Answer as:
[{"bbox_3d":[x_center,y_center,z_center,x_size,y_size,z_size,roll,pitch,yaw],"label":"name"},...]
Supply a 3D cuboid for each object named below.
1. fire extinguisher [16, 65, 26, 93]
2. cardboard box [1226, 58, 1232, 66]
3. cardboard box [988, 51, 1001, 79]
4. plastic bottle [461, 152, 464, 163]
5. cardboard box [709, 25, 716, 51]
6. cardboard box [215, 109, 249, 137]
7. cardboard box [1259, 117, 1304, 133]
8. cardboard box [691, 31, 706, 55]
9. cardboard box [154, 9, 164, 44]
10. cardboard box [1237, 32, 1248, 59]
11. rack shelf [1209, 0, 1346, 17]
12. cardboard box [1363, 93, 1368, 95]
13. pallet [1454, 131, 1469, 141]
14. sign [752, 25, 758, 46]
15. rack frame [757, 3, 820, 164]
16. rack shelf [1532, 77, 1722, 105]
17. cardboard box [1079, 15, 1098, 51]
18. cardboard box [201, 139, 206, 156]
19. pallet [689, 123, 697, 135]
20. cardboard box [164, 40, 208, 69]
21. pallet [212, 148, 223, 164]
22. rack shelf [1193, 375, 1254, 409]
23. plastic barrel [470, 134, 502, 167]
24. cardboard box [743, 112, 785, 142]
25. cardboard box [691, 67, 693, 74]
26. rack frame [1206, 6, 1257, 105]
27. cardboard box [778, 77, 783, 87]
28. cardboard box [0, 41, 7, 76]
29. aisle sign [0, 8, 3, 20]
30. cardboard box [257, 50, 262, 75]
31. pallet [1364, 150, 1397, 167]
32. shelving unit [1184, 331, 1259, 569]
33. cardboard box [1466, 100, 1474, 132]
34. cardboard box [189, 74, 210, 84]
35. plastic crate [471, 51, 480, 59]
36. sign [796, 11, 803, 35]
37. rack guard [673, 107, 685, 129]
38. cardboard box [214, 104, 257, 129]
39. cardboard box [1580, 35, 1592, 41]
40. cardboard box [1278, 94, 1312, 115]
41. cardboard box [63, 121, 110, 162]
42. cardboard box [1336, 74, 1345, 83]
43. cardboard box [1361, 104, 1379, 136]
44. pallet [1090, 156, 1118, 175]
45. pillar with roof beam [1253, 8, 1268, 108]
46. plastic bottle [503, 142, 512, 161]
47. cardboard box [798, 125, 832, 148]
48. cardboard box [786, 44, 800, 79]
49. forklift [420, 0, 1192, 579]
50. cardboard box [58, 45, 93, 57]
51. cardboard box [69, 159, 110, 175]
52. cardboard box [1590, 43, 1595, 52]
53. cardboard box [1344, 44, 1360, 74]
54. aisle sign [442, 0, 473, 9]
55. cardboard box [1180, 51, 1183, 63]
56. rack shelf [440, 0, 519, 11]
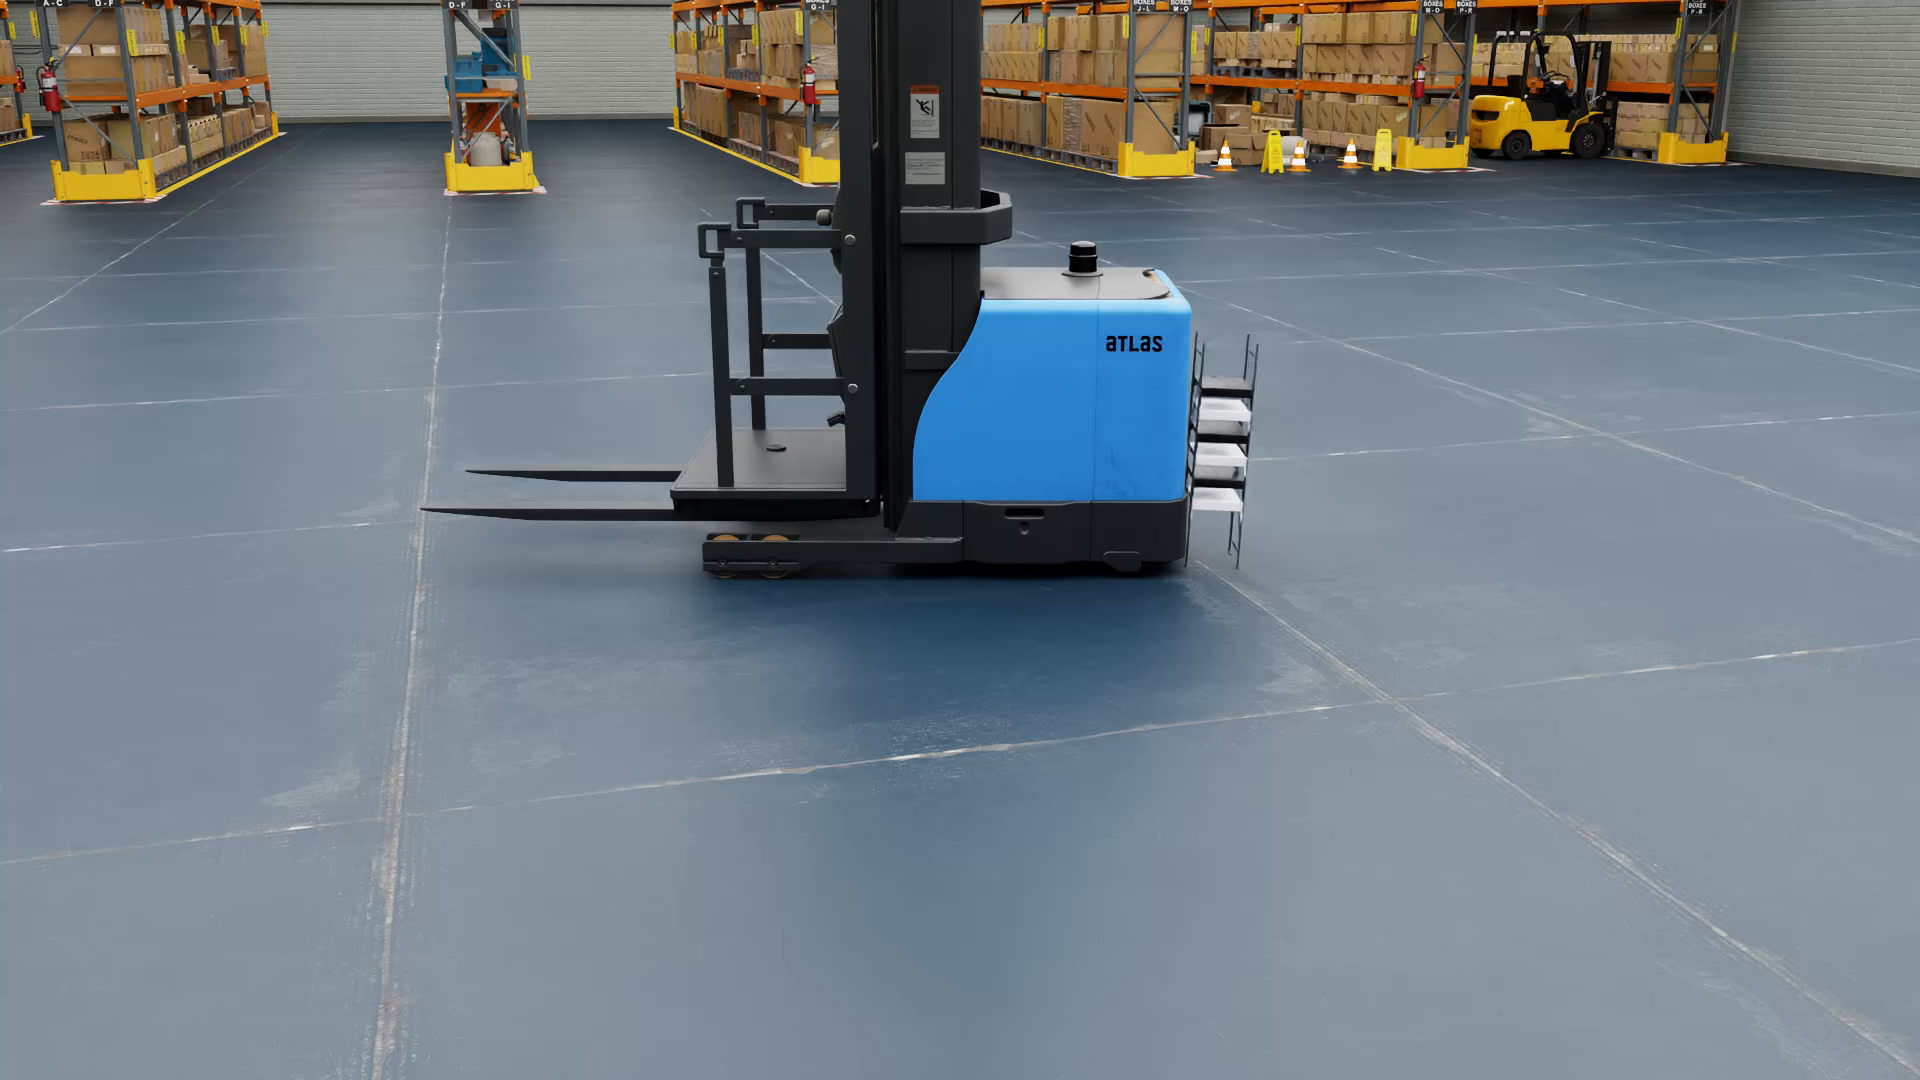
[{"bbox_3d":[-20.047,-9.860,35.344,0.296,0.674,0.183,-5,17,-15],"label":"fire extinguisher"},{"bbox_3d":[5.552,-9.559,33.266,0.380,0.149,0.250,-6,18,-19],"label":"cardboard box"},{"bbox_3d":[0.840,-9.085,31.810,0.500,0.500,0.500,-5,17,-16],"label":"cardboard box"},{"bbox_3d":[-7.453,-5.699,24.808,0.097,0.201,0.097,0,17,0],"label":"plastic bottle"},{"bbox_3d":[-4.702,-10.227,33.867,0.797,0.503,0.637,-5,17,-15],"label":"cardboard box"},{"bbox_3d":[-14.049,-8.046,32.103,0.500,0.500,0.500,-5,17,-15],"label":"cardboard box"},{"bbox_3d":[6.317,-7.922,31.950,0.950,0.372,0.625,-4,17,-12],"label":"cardboard box"},{"bbox_3d":[-5.446,-10.601,35.471,0.500,0.500,0.500,-4,17,-14],"label":"cardboard box"},{"bbox_3d":[-12.262,-7.617,24.668,0.700,0.500,0.500,-5,17,-15],"label":"cardboard box"},{"bbox_3d":[5.769,-9.701,32.614,0.500,0.500,0.500,-4,17,-14],"label":"cardboard box"},{"bbox_3d":[6.115,-10.281,32.002,1.077,0.370,4.000,-5,17,-15],"label":"rack shelf"},{"bbox_3d":[9.433,-10.149,38.014,0.380,0.149,0.250,-5,17,-15],"label":"cardboard box"},{"bbox_3d":[10.857,-8.233,33.993,1.003,0.211,1.213,-5,17,-15],"label":"pallet"},{"bbox_3d":[-3.397,-8.362,27.564,0.100,0.325,0.005,-5,17,-15],"label":"sign"},{"bbox_3d":[-2.864,-7.853,27.880,1.000,3.000,0.127,-5,17,-15],"label":"rack frame"},{"bbox_3d":[11.986,-8.132,30.060,1.077,0.370,4.000,-5,17,-15],"label":"rack shelf"},{"bbox_3d":[2.434,-8.252,27.072,0.875,0.550,0.500,-5,17,-15],"label":"cardboard box"},{"bbox_3d":[-12.547,-6.370,26.995,0.500,0.250,0.500,-5,18,-17],"label":"cardboard box"},{"bbox_3d":[-5.535,-9.285,37.495,1.003,0.211,1.213,-5,17,-15],"label":"pallet"},{"bbox_3d":[-13.771,-8.591,29.435,0.700,0.500,0.500,-12,20,-34],"label":"cardboard box"},{"bbox_3d":[-13.300,-6.611,28.593,1.003,0.211,1.213,-5,17,-15],"label":"pallet"},{"bbox_3d":[1.022,-0.580,6.485,0.200,0.077,0.258,2,17,0],"label":"rack shelf"},{"bbox_3d":[-6.781,-5.540,23.777,0.421,0.512,0.421,0,17,0],"label":"plastic barrel"},{"bbox_3d":[-3.595,-7.636,30.741,0.700,0.500,0.500,-6,18,-20],"label":"cardboard box"},{"bbox_3d":[-5.603,-10.146,35.951,0.380,0.149,0.250,-5,17,-16],"label":"cardboard box"},{"bbox_3d":[5.565,-9.743,34.172,1.000,3.000,0.127,-5,17,-15],"label":"rack frame"},{"bbox_3d":[-2.669,-7.235,26.261,0.380,0.149,0.250,-5,17,-15],"label":"cardboard box"},{"bbox_3d":[-20.089,-9.800,33.842,0.980,0.700,0.700,-5,17,-16],"label":"cardboard box"},{"bbox_3d":[-20.181,-11.286,34.791,0.394,0.787,0.004,-5,17,-15],"label":"aisle sign"},{"bbox_3d":[-15.025,-10.054,35.034,0.500,0.500,0.500,-5,17,-15],"label":"cardboard box"},{"bbox_3d":[7.554,-6.443,28.034,1.003,0.211,1.213,-5,17,-15],"label":"pallet"},{"bbox_3d":[1.013,-0.354,6.553,0.210,0.900,0.258,2,17,0],"label":"shelving unit"},{"bbox_3d":[10.867,-8.660,33.965,0.875,0.625,0.625,-5,18,-18],"label":"cardboard box"},{"bbox_3d":[-12.976,-7.830,28.240,0.380,0.149,0.250,-5,17,-15],"label":"cardboard box"},{"bbox_3d":[-10.652,-10.748,37.354,0.616,0.435,0.499,-5,17,-15],"label":"plastic crate"},{"bbox_3d":[-2.304,-7.414,23.857,0.100,0.325,0.005,-5,17,-15],"label":"sign"},{"bbox_3d":[-6.168,-9.981,39.312,1.175,0.500,0.348,-5,17,-15],"label":"rack guard"},{"bbox_3d":[-15.110,-8.818,34.668,0.797,0.503,0.637,-5,17,-15],"label":"cardboard box"},{"bbox_3d":[11.545,-9.135,30.331,0.380,0.149,0.250,-5,17,-16],"label":"cardboard box"},{"bbox_3d":[8.413,-10.937,41.762,0.700,0.500,0.500,-4,17,-13],"label":"cardboard box"},{"bbox_3d":[-11.724,-5.332,22.236,0.500,0.500,0.500,-5,17,-15],"label":"cardboard box"},{"bbox_3d":[6.785,-8.049,28.970,0.380,0.149,0.250,-5,17,-15],"label":"cardboard box"},{"bbox_3d":[7.146,-7.118,28.181,0.500,0.500,0.500,-4,17,-13],"label":"cardboard box"},{"bbox_3d":[2.737,-5.990,26.526,1.003,0.211,1.213,-5,17,-15],"label":"pallet"},{"bbox_3d":[4.125,-15.699,43.573,9.100,9.000,0.400,-5,17,-15],"label":"pillar with roof beam"},{"bbox_3d":[-6.990,-6.024,25.763,0.152,0.276,0.135,-4,17,-14],"label":"plastic bottle"},{"bbox_3d":[-2.271,-6.262,26.198,0.500,0.500,0.500,-3,17,-10],"label":"cardboard box"},{"bbox_3d":[-2.142,-7.220,25.082,0.875,0.500,0.500,-5,17,-15],"label":"cardboard box"},{"bbox_3d":[-0.627,-1.406,6.538,3.031,2.935,1.130,0,17,1],"label":"forklift"},{"bbox_3d":[-11.579,-6.413,21.787,0.380,0.149,0.250,-5,17,-16],"label":"cardboard box"},{"bbox_3d":[-11.722,-4.973,22.344,0.500,0.250,0.500,-5,17,-15],"label":"cardboard box"},{"bbox_3d":[11.595,-8.923,30.142,0.380,0.149,0.250,-5,18,-17],"label":"cardboard box"},{"bbox_3d":[6.961,-8.268,28.571,0.500,0.500,0.500,-4,17,-15],"label":"cardboard box"},{"bbox_3d":[-6.793,-7.556,22.375,0.394,0.787,0.004,-5,17,-15],"label":"aisle sign"},{"bbox_3d":[4.883,-10.306,35.438,0.500,0.250,0.500,-5,17,-17],"label":"cardboard box"},{"bbox_3d":[-7.077,-8.000,24.407,1.077,0.370,4.000,-5,17,-15],"label":"rack shelf"}]
